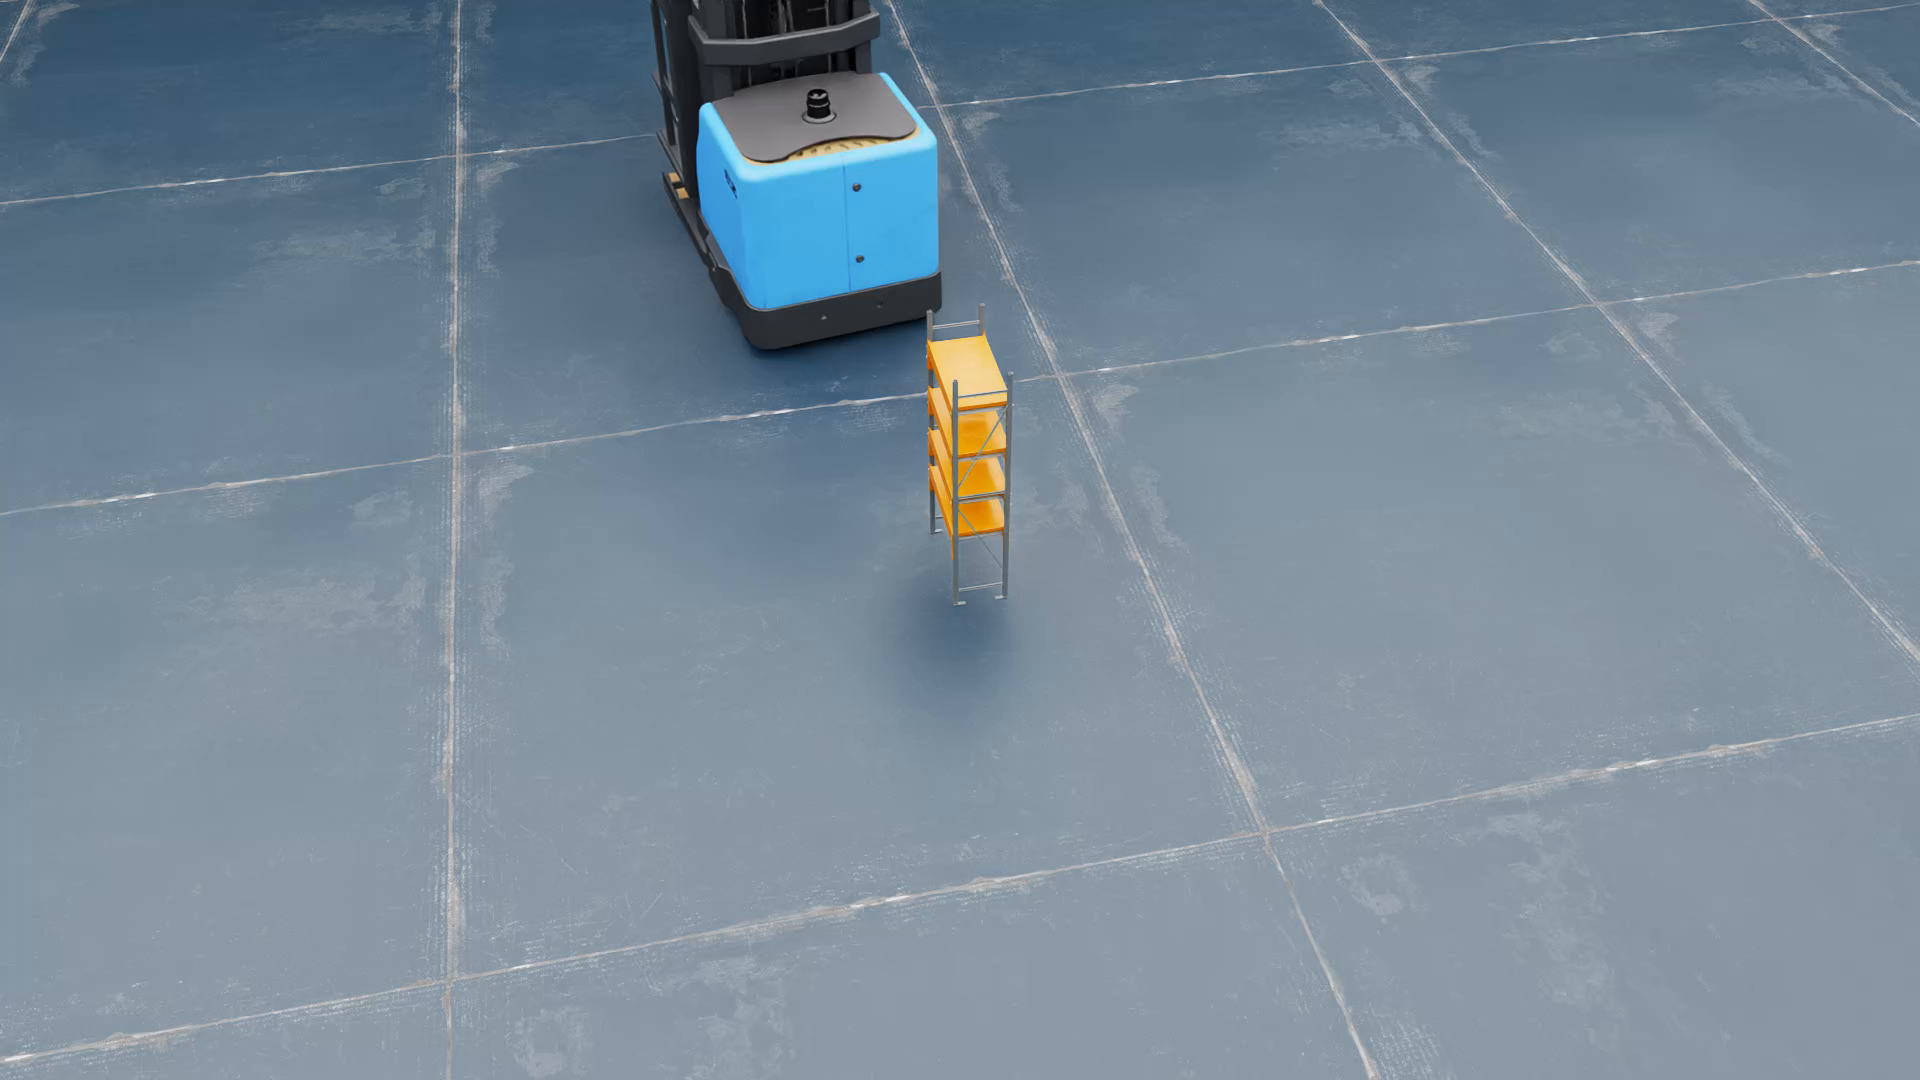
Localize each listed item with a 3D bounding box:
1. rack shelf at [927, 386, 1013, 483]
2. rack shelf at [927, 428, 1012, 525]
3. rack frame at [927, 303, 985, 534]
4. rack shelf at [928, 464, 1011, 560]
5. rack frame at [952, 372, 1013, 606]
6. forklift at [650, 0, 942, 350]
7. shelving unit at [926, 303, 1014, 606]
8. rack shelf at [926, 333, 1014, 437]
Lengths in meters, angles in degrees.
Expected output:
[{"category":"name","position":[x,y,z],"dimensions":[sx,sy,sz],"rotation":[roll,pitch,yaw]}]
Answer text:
[{"category":"rack shelf","position":[0.036,-0.458,6.909],"dimensions":[0.258,0.148,0.480],"rotation":[-8,42,-9]},{"category":"rack shelf","position":[0.036,-0.291,7.057],"dimensions":[0.258,0.148,0.480],"rotation":[-8,42,-9]},{"category":"rack frame","position":[-0.017,-0.500,7.191],"dimensions":[0.240,1.200,0.015],"rotation":[-8,42,-9]},{"category":"rack shelf","position":[0.036,-0.143,7.189],"dimensions":[0.258,0.148,0.480],"rotation":[-8,42,-9]},{"category":"rack frame","position":[0.088,-0.183,6.834],"dimensions":[0.240,1.200,0.015],"rotation":[-8,42,-9]},{"category":"forklift","position":[-1.098,-3.060,8.771],"dimensions":[1.130,2.935,3.031],"rotation":[-14,44,-16]},{"category":"shelving unit","position":[0.036,-0.341,7.013],"dimensions":[0.258,1.200,0.503],"rotation":[-8,42,-9]},{"category":"rack shelf","position":[0.036,-0.635,6.752],"dimensions":[0.258,0.148,0.480],"rotation":[-8,42,-9]}]
